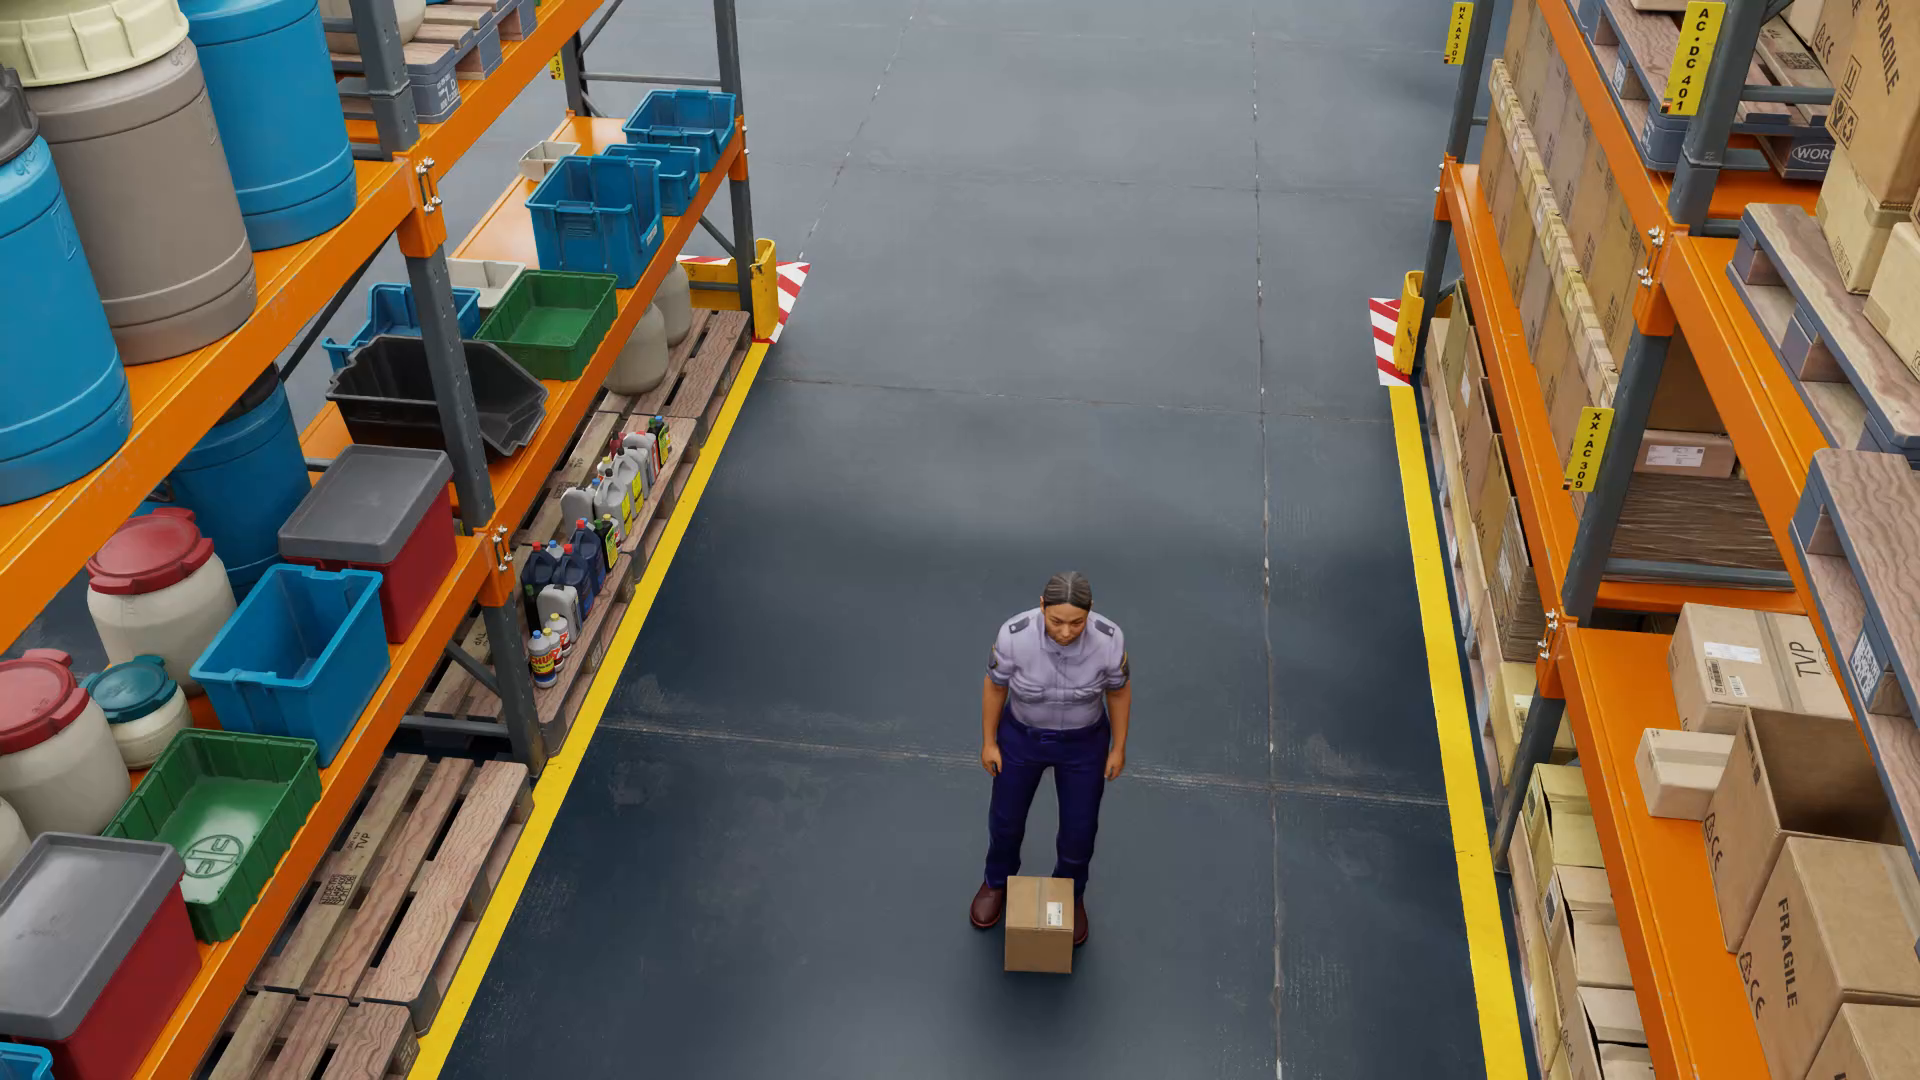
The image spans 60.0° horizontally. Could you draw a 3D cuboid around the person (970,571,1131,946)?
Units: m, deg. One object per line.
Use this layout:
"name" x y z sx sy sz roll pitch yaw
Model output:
"person" 0.324 0.759 6.013 0.564 1.651 0.424 2 36 3
